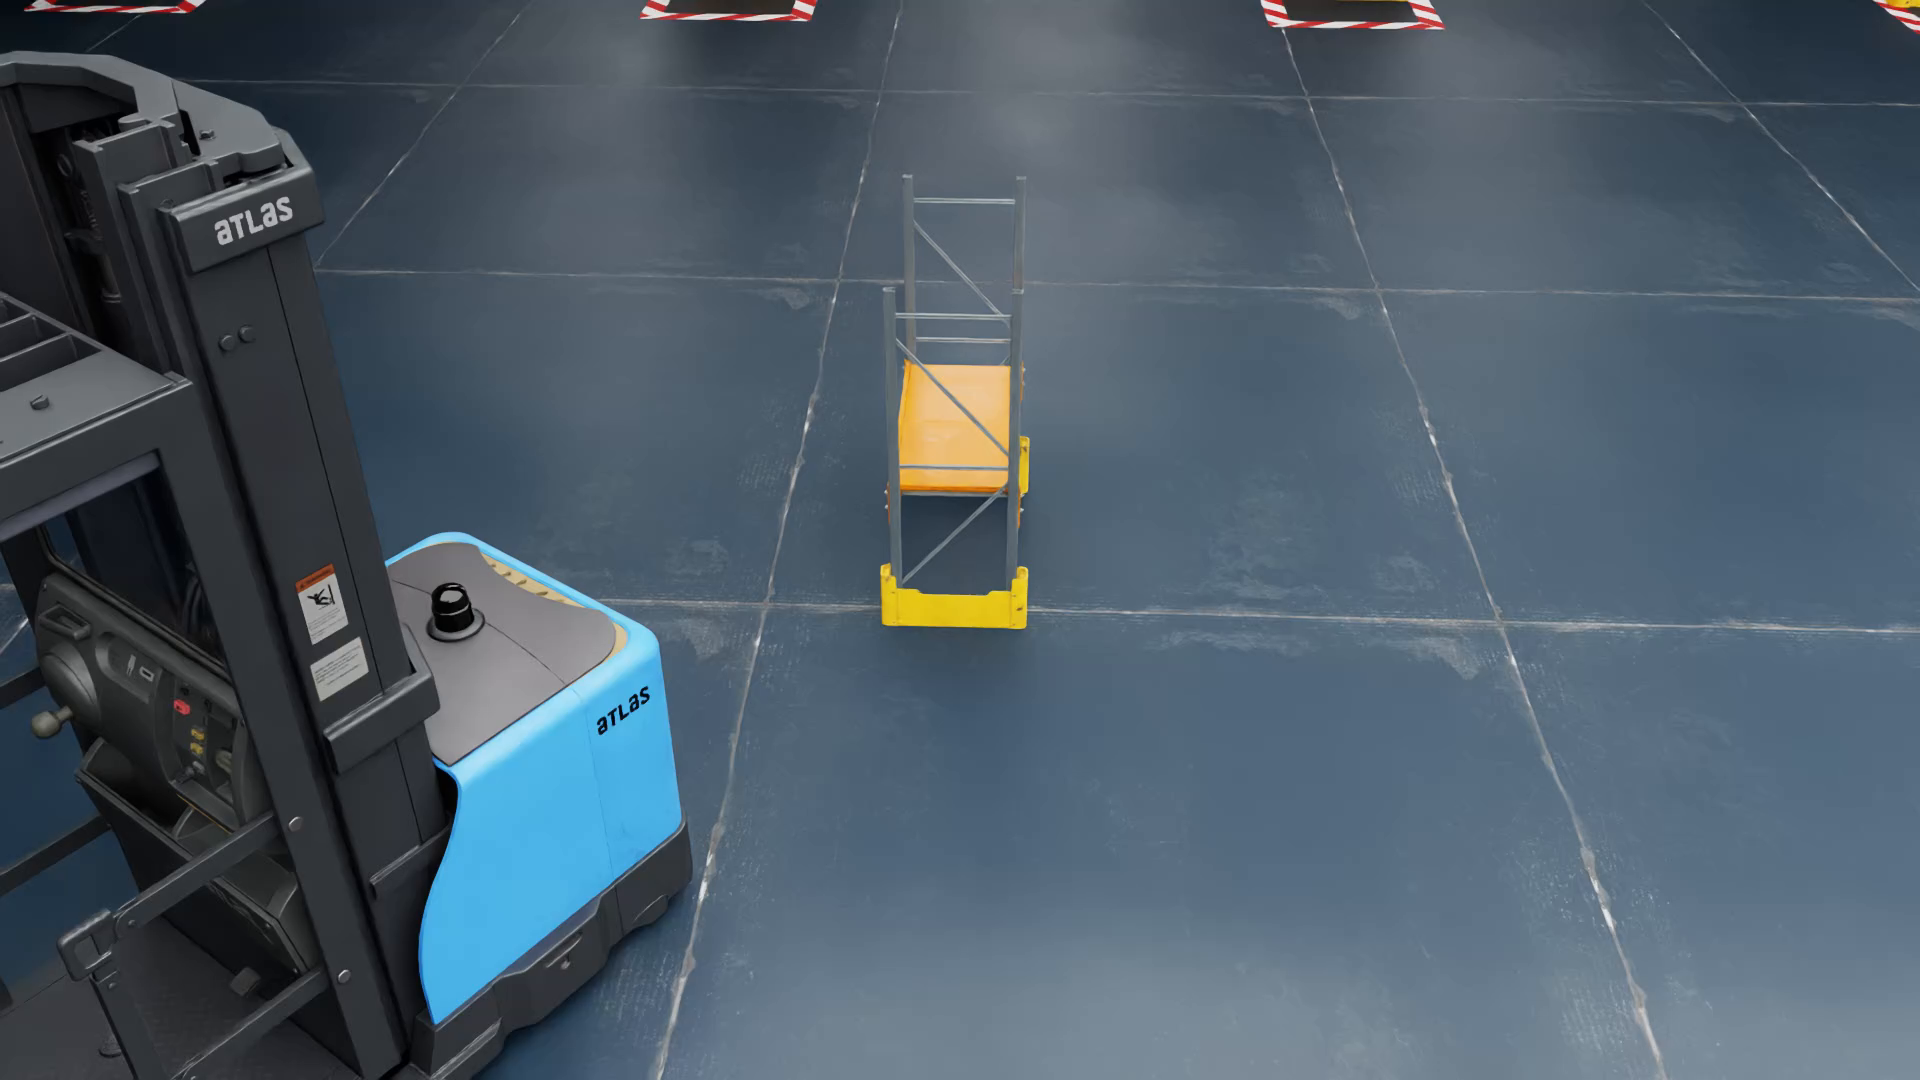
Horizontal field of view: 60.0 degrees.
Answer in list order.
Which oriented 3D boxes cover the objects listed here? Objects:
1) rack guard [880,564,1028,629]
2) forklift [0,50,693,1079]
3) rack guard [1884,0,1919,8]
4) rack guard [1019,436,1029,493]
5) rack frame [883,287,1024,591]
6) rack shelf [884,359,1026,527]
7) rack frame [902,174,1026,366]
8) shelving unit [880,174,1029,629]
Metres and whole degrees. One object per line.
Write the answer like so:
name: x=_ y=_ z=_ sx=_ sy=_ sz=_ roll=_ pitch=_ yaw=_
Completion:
rack guard: x=-0.023 y=0.228 z=6.709 sx=0.587 sy=0.250 sz=0.087 roll=1 pitch=35 yaw=2
forklift: x=-2.176 y=0.472 z=4.029 sx=1.130 sy=2.935 sz=3.031 roll=23 pitch=41 yaw=29
rack guard: x=8.069 y=-4.556 z=13.298 sx=1.175 sy=0.500 sz=0.348 roll=1 pitch=35 yaw=2
rack guard: x=0.017 y=-0.345 z=7.523 sx=0.587 sy=0.250 sz=0.087 roll=1 pitch=35 yaw=2
rack frame: x=-0.024 y=-0.273 z=6.333 sx=0.500 sy=1.500 sz=0.032 roll=1 pitch=35 yaw=2
rack shelf: x=-0.003 y=-0.417 z=6.852 sx=0.538 sy=0.185 sz=1.000 roll=1 pitch=35 yaw=2
rack frame: x=0.017 y=-0.857 z=7.165 sx=0.500 sy=1.500 sz=0.032 roll=1 pitch=35 yaw=2
shelving unit: x=-0.003 y=-0.570 z=6.756 sx=0.587 sy=1.500 sz=1.083 roll=1 pitch=35 yaw=2
